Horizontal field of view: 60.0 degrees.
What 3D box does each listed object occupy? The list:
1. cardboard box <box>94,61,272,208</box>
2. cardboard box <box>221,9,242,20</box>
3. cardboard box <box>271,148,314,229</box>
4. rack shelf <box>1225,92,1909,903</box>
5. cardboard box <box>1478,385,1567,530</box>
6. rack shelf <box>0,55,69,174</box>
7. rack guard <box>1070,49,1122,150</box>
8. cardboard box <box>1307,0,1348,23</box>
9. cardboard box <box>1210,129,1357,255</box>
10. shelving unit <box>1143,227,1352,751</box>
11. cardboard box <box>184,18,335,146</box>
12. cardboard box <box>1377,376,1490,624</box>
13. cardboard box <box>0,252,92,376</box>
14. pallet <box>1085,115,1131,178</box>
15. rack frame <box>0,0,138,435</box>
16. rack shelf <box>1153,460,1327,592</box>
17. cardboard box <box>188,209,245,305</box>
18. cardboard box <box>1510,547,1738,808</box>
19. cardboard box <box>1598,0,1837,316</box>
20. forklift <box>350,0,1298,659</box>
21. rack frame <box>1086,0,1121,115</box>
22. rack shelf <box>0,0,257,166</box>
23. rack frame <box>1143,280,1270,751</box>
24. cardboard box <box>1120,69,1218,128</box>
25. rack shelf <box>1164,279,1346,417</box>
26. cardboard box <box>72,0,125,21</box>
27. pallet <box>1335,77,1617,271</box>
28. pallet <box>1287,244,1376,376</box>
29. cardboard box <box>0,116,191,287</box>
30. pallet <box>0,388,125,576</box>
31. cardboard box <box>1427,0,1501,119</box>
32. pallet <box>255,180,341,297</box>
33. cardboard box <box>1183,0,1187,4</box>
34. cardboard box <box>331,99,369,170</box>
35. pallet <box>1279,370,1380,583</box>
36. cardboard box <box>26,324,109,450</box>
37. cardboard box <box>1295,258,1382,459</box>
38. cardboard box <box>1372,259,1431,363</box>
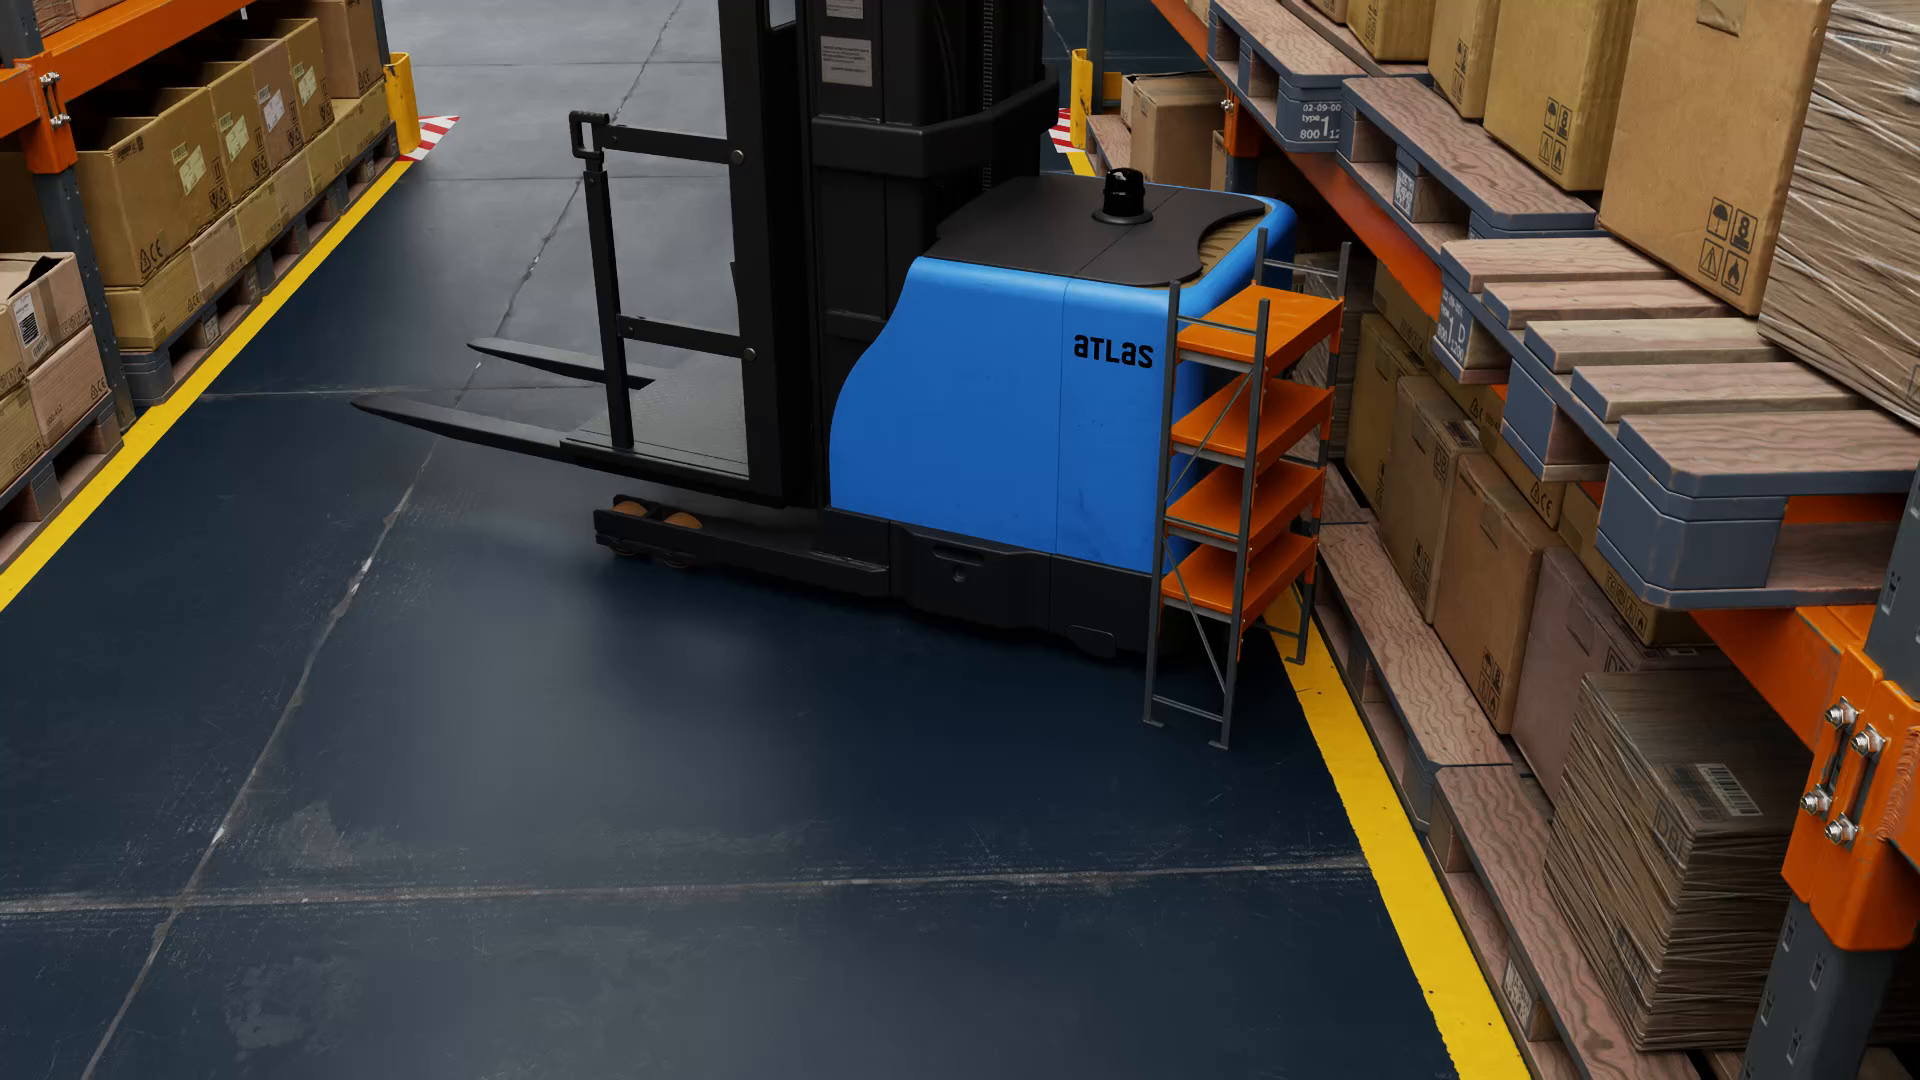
[{"bbox_3d":[-3.270,-1.708,6.990,0.500,0.500,0.500,-1,28,-3],"label":"cardboard box"},{"bbox_3d":[-3.881,-2.388,8.293,0.500,0.500,0.500,-1,28,-3],"label":"cardboard box"},{"bbox_3d":[-3.301,-1.606,7.606,0.500,0.250,0.500,-1,28,-3],"label":"cardboard box"},{"bbox_3d":[1.545,-0.604,3.942,1.077,0.370,4.000,-1,28,-3],"label":"rack shelf"},{"bbox_3d":[1.561,-0.252,3.906,0.500,0.250,0.500,-2,28,-3],"label":"cardboard box"},{"bbox_3d":[-3.402,-0.483,3.709,1.077,0.370,4.000,-1,28,-3],"label":"rack shelf"},{"bbox_3d":[1.236,-2.550,9.599,1.175,0.500,0.348,-1,28,-3],"label":"rack guard"},{"bbox_3d":[1.433,-1.850,4.970,0.700,0.500,0.500,-1,28,-2],"label":"cardboard box"},{"bbox_3d":[1.347,-1.412,6.940,0.500,0.500,0.500,-3,28,-7],"label":"cardboard box"},{"bbox_3d":[0.715,-0.123,4.188,0.258,1.200,0.503,17,32,29],"label":"shelving unit"},{"bbox_3d":[-3.323,-2.170,7.875,0.500,0.500,0.500,-1,28,-3],"label":"cardboard box"},{"bbox_3d":[1.559,-0.120,4.463,0.700,0.500,0.500,-1,28,-2],"label":"cardboard box"},{"bbox_3d":[-3.199,-0.761,5.378,0.500,0.311,0.500,-1,28,-3],"label":"cardboard box"},{"bbox_3d":[1.243,-2.046,8.945,1.003,0.211,1.213,-1,28,-3],"label":"pallet"},{"bbox_3d":[-3.506,-1.725,5.314,1.000,3.000,0.127,-1,28,-3],"label":"rack frame"},{"bbox_3d":[0.715,-0.063,4.219,0.258,0.148,0.480,17,32,29],"label":"rack shelf"},{"bbox_3d":[-3.248,-1.145,6.720,0.500,0.250,0.500,-1,28,-3],"label":"cardboard box"},{"bbox_3d":[1.649,0.342,3.578,0.700,0.500,0.500,-1,28,-3],"label":"cardboard box"},{"bbox_3d":[1.559,-0.713,2.789,0.700,0.500,0.500,-4,28,-7],"label":"cardboard box"},{"bbox_3d":[-0.568,-1.420,4.803,3.031,2.935,1.130,12,30,22],"label":"forklift"},{"bbox_3d":[1.232,-3.694,9.088,1.000,3.000,0.127,-1,28,-3],"label":"rack frame"},{"bbox_3d":[-3.610,-2.330,7.251,1.077,0.370,4.000,-1,28,-3],"label":"rack shelf"},{"bbox_3d":[0.582,-0.028,4.007,0.240,1.200,0.015,17,32,29],"label":"rack frame"},{"bbox_3d":[1.178,-2.375,8.992,0.500,0.311,0.500,-4,28,-8],"label":"cardboard box"},{"bbox_3d":[0.715,-0.471,4.006,0.258,0.148,0.480,17,32,29],"label":"rack shelf"},{"bbox_3d":[-3.569,-2.218,6.150,0.700,0.500,0.500,-2,28,-3],"label":"cardboard box"},{"bbox_3d":[1.505,-0.827,3.800,1.003,0.211,1.213,-1,28,-3],"label":"pallet"},{"bbox_3d":[1.370,-0.919,6.784,1.003,0.211,1.213,-1,28,-3],"label":"pallet"},{"bbox_3d":[-3.218,-1.246,6.104,0.500,0.500,0.500,-1,28,-3],"label":"cardboard box"},{"bbox_3d":[-3.429,-0.149,5.308,1.003,0.211,1.213,-1,28,-3],"label":"pallet"},{"bbox_3d":[1.521,-1.288,3.893,0.700,0.500,0.500,2,28,4],"label":"cardboard box"},{"bbox_3d":[-3.572,-1.422,7.748,1.003,0.211,1.213,-1,28,-3],"label":"pallet"},{"bbox_3d":[1.096,-2.231,6.424,0.500,0.250,0.500,-1,28,-2],"label":"cardboard box"},{"bbox_3d":[-3.354,-2.068,8.491,0.500,0.250,0.500,-1,28,-3],"label":"cardboard box"},{"bbox_3d":[1.483,-0.251,5.502,1.003,0.211,1.213,-1,28,-3],"label":"pallet"},{"bbox_3d":[-3.195,-0.508,5.499,0.500,0.250,0.500,-2,28,-3],"label":"cardboard box"},{"bbox_3d":[1.496,-0.594,5.372,0.700,0.500,0.500,0,28,-1],"label":"cardboard box"},{"bbox_3d":[1.522,-0.723,4.809,0.500,0.250,0.500,-2,28,-4],"label":"cardboard box"}]
